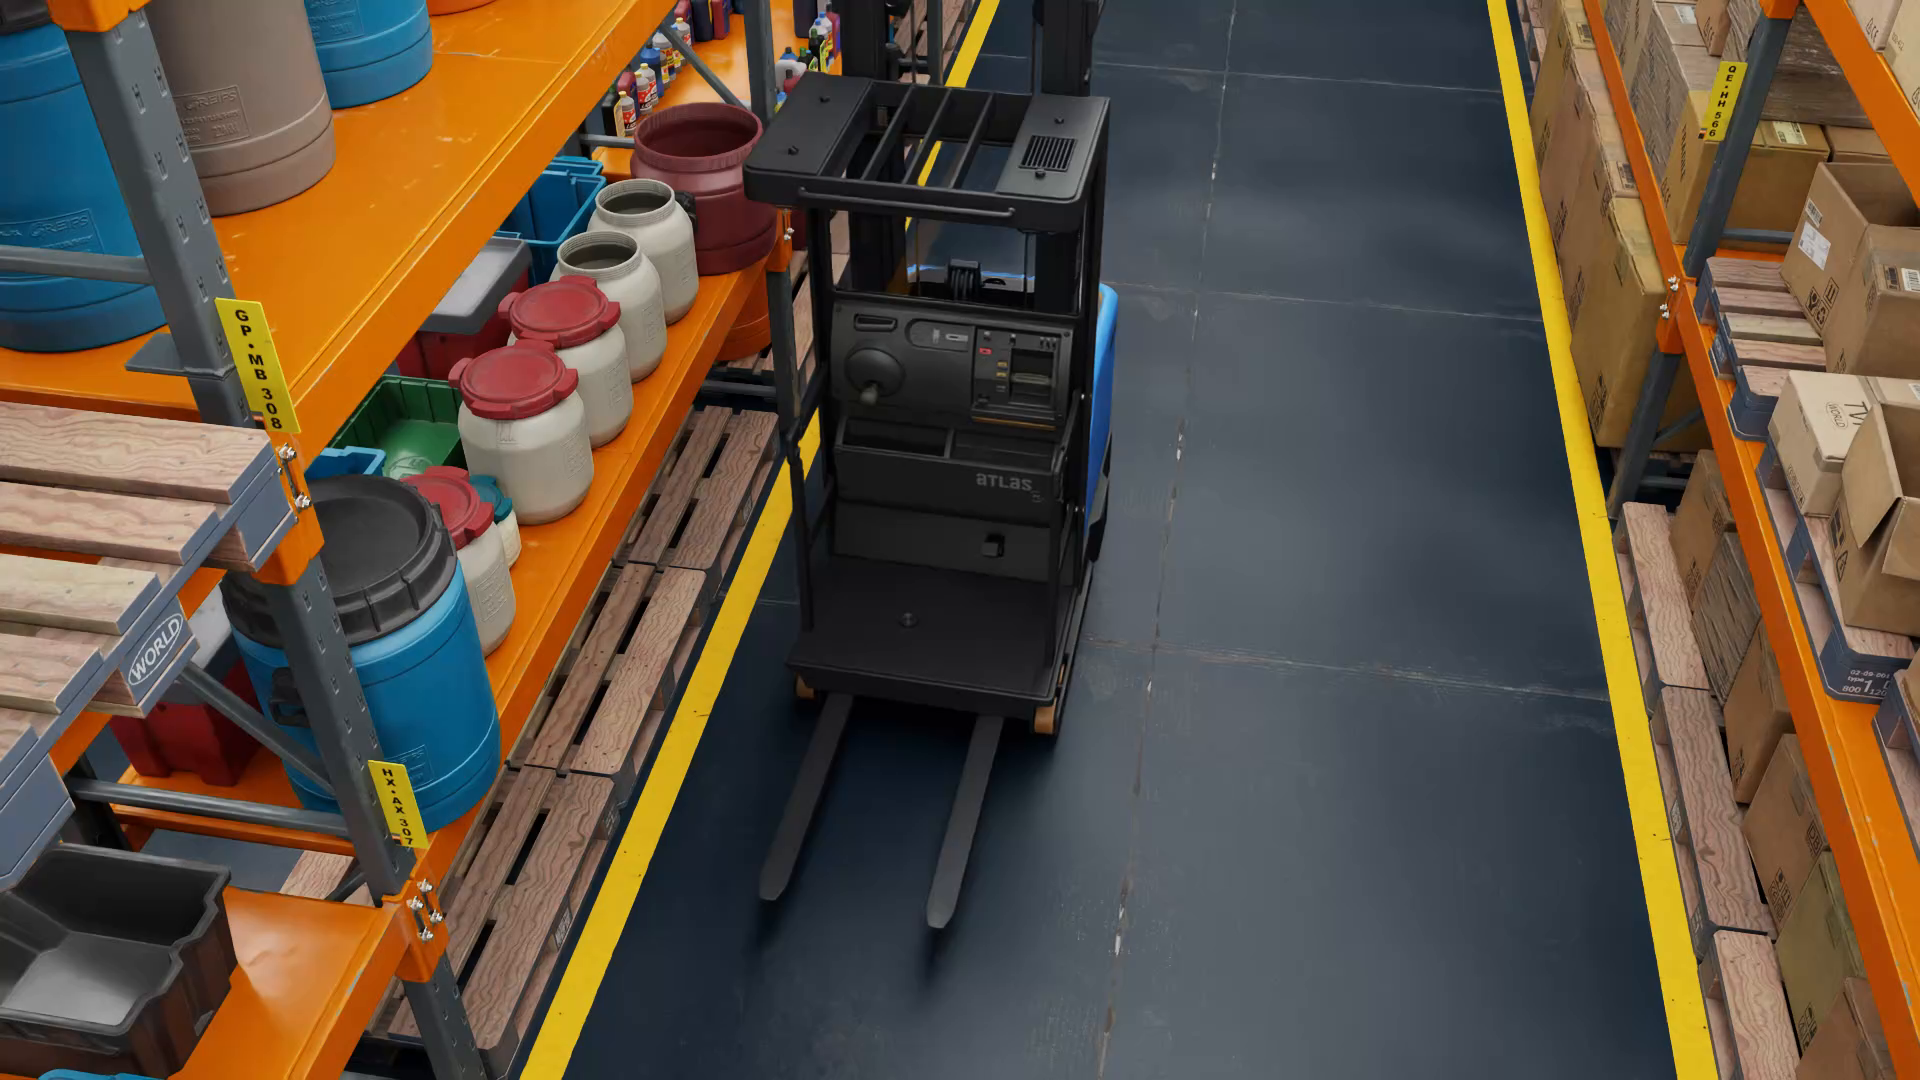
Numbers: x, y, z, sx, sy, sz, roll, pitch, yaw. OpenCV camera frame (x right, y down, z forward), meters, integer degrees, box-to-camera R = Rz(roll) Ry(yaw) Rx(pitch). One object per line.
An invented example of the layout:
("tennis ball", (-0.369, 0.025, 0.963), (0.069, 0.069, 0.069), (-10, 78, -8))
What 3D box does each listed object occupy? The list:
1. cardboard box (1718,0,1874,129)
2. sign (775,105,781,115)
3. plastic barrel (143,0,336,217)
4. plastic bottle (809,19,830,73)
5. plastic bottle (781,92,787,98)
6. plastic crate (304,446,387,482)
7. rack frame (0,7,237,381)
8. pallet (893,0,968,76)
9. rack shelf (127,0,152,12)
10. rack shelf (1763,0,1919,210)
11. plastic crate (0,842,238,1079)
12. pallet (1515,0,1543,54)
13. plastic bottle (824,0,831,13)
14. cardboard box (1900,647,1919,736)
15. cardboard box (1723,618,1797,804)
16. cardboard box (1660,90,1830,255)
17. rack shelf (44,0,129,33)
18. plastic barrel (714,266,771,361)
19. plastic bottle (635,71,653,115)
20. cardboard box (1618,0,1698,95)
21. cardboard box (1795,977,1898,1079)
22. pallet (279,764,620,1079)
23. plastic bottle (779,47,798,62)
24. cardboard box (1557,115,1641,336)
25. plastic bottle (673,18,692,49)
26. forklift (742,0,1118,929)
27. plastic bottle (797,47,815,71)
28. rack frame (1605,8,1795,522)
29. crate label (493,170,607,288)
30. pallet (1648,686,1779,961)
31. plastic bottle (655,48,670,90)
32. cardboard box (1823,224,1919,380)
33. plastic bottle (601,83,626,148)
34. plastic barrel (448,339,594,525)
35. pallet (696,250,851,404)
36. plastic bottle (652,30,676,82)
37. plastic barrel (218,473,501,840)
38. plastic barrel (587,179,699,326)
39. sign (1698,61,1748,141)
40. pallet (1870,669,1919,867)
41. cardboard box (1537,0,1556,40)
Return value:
("cardboard box", (3.710, -2.114, 7.087), (0.797, 0.503, 0.637), (8, 40, 9))
("sign", (-0.768, -1.784, 7.426), (0.100, 0.325, 0.005), (6, 40, 8))
("plastic barrel", (-2.015, -1.370, 4.306), (0.600, 0.901, 0.600), (0, 40, 0))
("plastic bottle", (-0.727, -2.553, 8.584), (0.097, 0.271, 0.097), (0, 40, 0))
("plastic bottle", (-0.854, -2.068, 8.053), (0.097, 0.201, 0.097), (0, 40, 0))
("plastic crate", (-2.118, 0.012, 5.394), (0.392, 0.384, 0.575), (6, 40, 8))
("rack frame", (-2.003, -1.579, 2.598), (1.000, 3.000, 0.127), (6, 40, 8))
("pallet", (-0.529, -3.679, 12.034), (1.003, 0.211, 1.213), (6, 40, 8))
("rack shelf", (-1.657, -2.403, 4.473), (1.077, 0.370, 4.000), (6, 40, 8))
("rack shelf", (3.221, -0.855, 4.641), (1.077, 0.370, 4.000), (6, 40, 8))
("plastic crate", (-2.219, 1.071, 4.149), (0.767, 0.338, 0.504), (6, 40, 8))
("pallet", (4.677, -3.904, 12.306), (1.003, 0.211, 1.213), (6, 40, 8))
("plastic bottle", (-0.671, -2.759, 8.833), (0.097, 0.271, 0.097), (0, 40, 0))
("cardboard box", (3.151, 0.403, 4.109), (1.000, 1.000, 1.000), (7, 40, 8))
("cardboard box", (3.297, 0.691, 6.177), (0.700, 0.500, 0.500), (10, 41, 11))
("cardboard box", (3.409, -1.607, 7.261), (0.500, 0.500, 0.500), (8, 40, 9))
("rack shelf", (-2.349, 0.107, 1.437), (1.077, 0.370, 4.000), (6, 40, 8))
("plastic barrel", (-1.243, -1.412, 8.477), (0.600, 0.830, 0.708), (6, 40, 8))
("plastic bottle", (-1.583, -2.217, 8.234), (0.097, 0.201, 0.097), (0, 40, 0))
("cardboard box", (3.677, -2.565, 8.420), (0.500, 0.500, 0.500), (7, 40, 9))
("cardboard box", (3.003, 1.690, 4.969), (0.700, 0.500, 0.500), (4, 40, 4))
("pallet", (-1.905, 1.310, 6.000), (1.003, 0.211, 1.213), (6, 40, 8))
("plastic bottle", (-0.850, -2.331, 8.316), (0.097, 0.271, 0.097), (0, 40, 0))
("cardboard box", (3.869, -1.564, 8.625), (1.225, 0.875, 0.875), (7, 40, 8))
("plastic bottle", (-1.465, -2.645, 8.751), (0.097, 0.201, 0.097), (0, 40, 0))
("forklift", (-0.077, -0.597, 6.171), (1.130, 2.935, 3.031), (7, 40, 9))
("plastic bottle", (-0.769, -2.338, 8.315), (0.061, 0.283, 0.133), (6, 40, 8))
("rack frame", (3.568, -1.232, 6.886), (1.000, 3.000, 0.127), (6, 40, 8))
("crate label", (-1.749, -1.198, 6.817), (0.502, 0.435, 0.616), (6, 40, 8))
("pallet", (3.217, 1.097, 6.258), (1.003, 0.211, 1.213), (6, 40, 8))
("plastic bottle", (-1.532, -2.401, 8.455), (0.097, 0.201, 0.097), (0, 40, 0))
("cardboard box", (3.515, -0.727, 5.868), (0.700, 0.500, 0.500), (12, 41, 14))
("plastic bottle", (-1.661, -2.034, 7.947), (0.061, 0.283, 0.133), (6, 40, 8))
("plastic barrel", (-1.494, -0.356, 5.720), (0.433, 0.535, 0.433), (0, 40, 0))
("pallet", (-1.215, -1.202, 9.039), (1.003, 0.211, 1.213), (6, 40, 8))
("plastic bottle", (-1.516, -2.489, 8.507), (0.097, 0.271, 0.097), (0, 40, 0))
("plastic barrel", (-1.638, 0.330, 4.603), (0.600, 0.901, 0.708), (6, 40, 8))
("plastic barrel", (-1.278, -1.152, 6.701), (0.421, 0.512, 0.421), (0, 40, 0))
("sign", (3.020, -1.737, 6.588), (0.100, 0.325, 0.005), (6, 40, 8))
("pallet", (3.151, 0.889, 4.471), (1.003, 0.211, 1.213), (6, 40, 8))
("cardboard box", (4.608, -4.055, 11.639), (0.875, 0.875, 0.875), (6, 40, 8))
